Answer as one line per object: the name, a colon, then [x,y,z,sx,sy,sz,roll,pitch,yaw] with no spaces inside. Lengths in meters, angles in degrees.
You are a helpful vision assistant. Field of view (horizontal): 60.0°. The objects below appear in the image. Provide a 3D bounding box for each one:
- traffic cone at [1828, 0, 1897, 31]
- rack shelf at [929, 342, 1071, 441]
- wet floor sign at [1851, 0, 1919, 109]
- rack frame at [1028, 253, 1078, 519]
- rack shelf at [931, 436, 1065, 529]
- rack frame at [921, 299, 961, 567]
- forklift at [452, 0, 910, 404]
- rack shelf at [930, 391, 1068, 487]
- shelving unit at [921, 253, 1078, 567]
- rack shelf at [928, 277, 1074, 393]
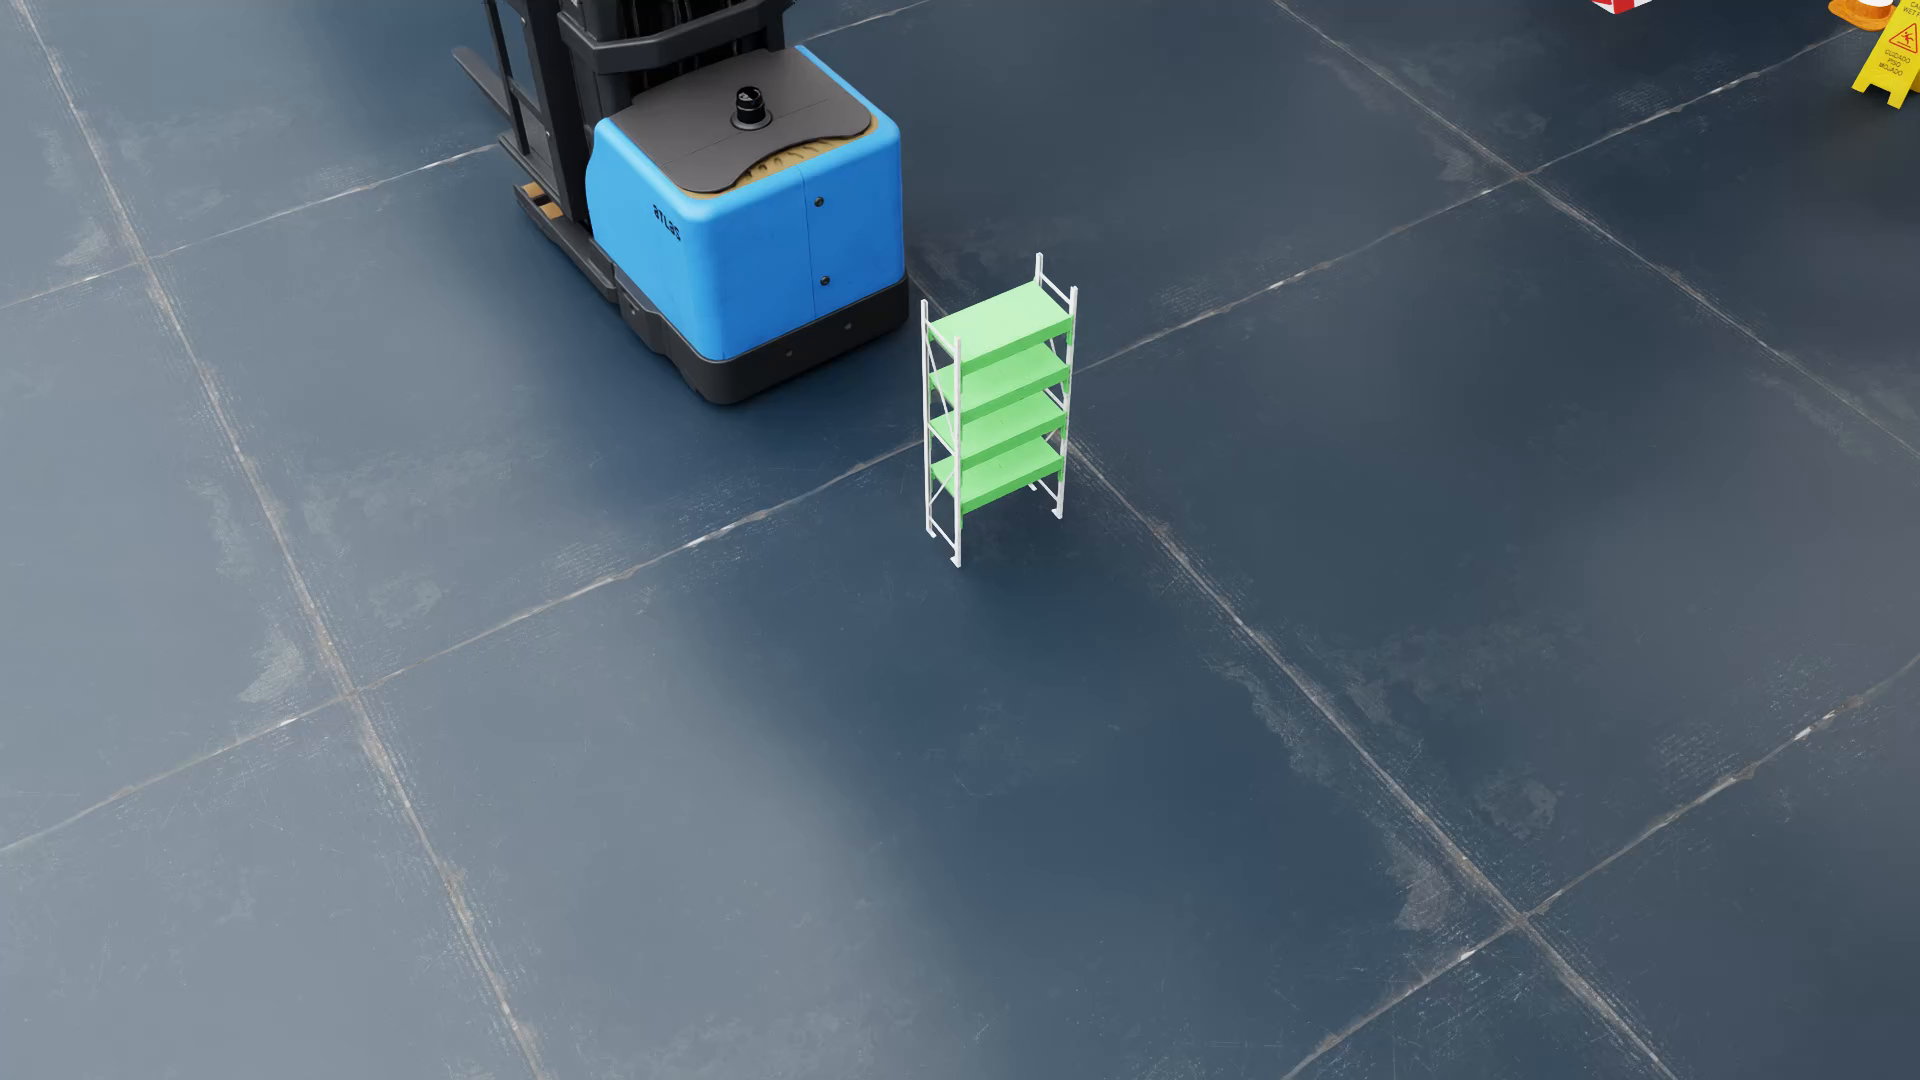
traffic cone: [5.085,-3.116,9.160,0.334,0.463,0.336,-25,53,-21]
rack shelf: [0.140,-0.582,6.174,0.480,0.148,0.258,-25,53,-21]
wet floor sign: [4.910,-2.600,8.578,0.232,0.644,0.267,-34,57,-27]
rack frame: [0.346,-0.562,6.393,0.015,1.200,0.240,-25,53,-21]
rack shelf: [0.140,-0.263,6.533,0.480,0.148,0.258,-25,53,-21]
rack frame: [-0.066,-0.368,6.219,0.015,1.200,0.240,-25,53,-21]
forklift: [-1.497,-2.620,7.066,1.130,2.935,3.031,-28,54,-23]
rack shelf: [0.140,-0.422,6.354,0.480,0.148,0.258,-25,53,-21]
shelving unit: [0.140,-0.465,6.306,0.503,1.200,0.258,-25,53,-21]
rack shelf: [0.140,-0.742,5.995,0.480,0.148,0.258,-25,53,-21]
